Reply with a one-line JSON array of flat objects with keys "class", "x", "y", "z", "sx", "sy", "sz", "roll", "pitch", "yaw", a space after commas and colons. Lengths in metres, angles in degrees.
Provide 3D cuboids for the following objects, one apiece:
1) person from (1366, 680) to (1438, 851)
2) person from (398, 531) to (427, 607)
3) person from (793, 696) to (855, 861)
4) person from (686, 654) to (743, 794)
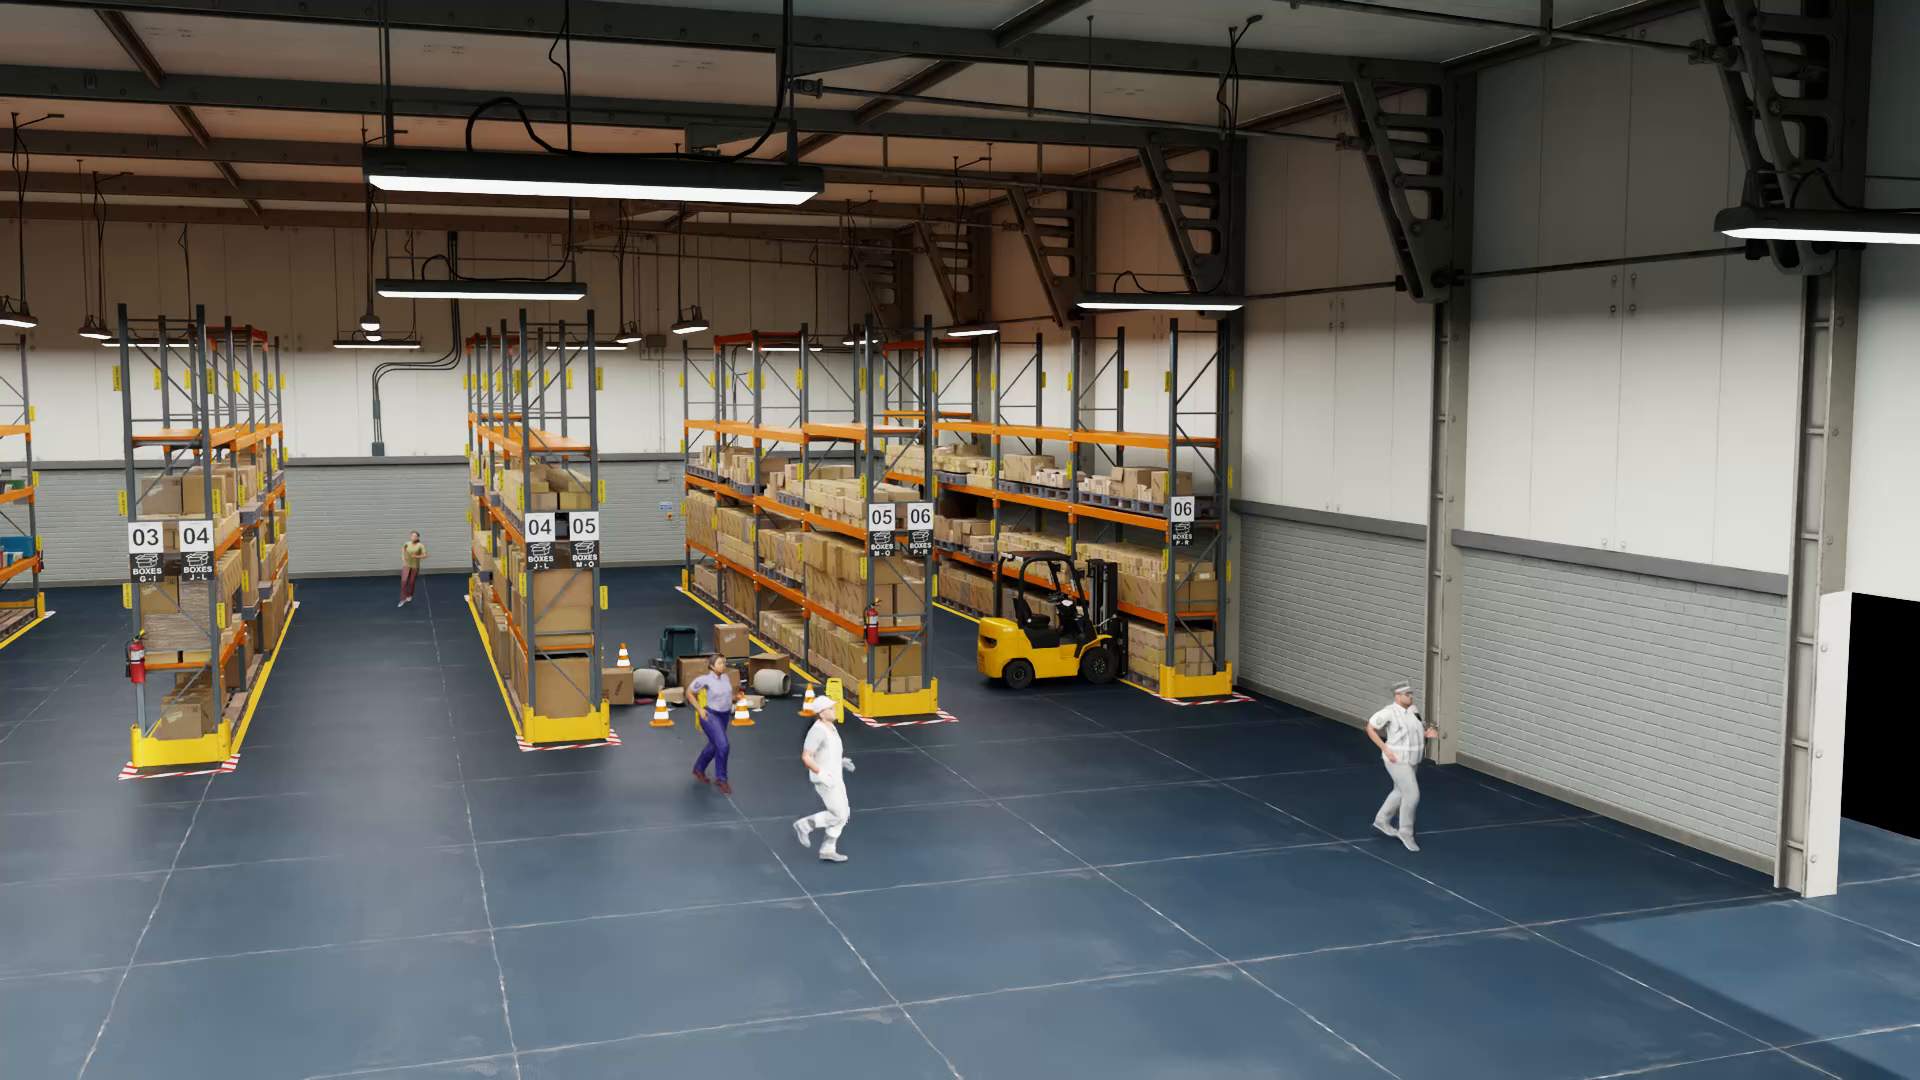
[{"class": "person", "x": 4.794, "y": 2.424, "z": 18.000, "sx": 0.745, "sy": 1.851, "sz": 0.639, "roll": 5, "pitch": 8, "yaw": 44}, {"class": "person", "x": -12.328, "y": 0.640, "z": 37.536, "sx": 0.617, "sy": 1.714, "sz": 0.775, "roll": -1, "pitch": 5, "yaw": -8}, {"class": "person", "x": -1.430, "y": 2.494, "z": 17.414, "sx": 0.605, "sy": 1.743, "sz": 0.657, "roll": 1, "pitch": 6, "yaw": 12}, {"class": "person", "x": -3.015, "y": 2.257, "z": 20.466, "sx": 0.755, "sy": 1.713, "sz": 0.587, "roll": 3, "pitch": 6, "yaw": 27}]
